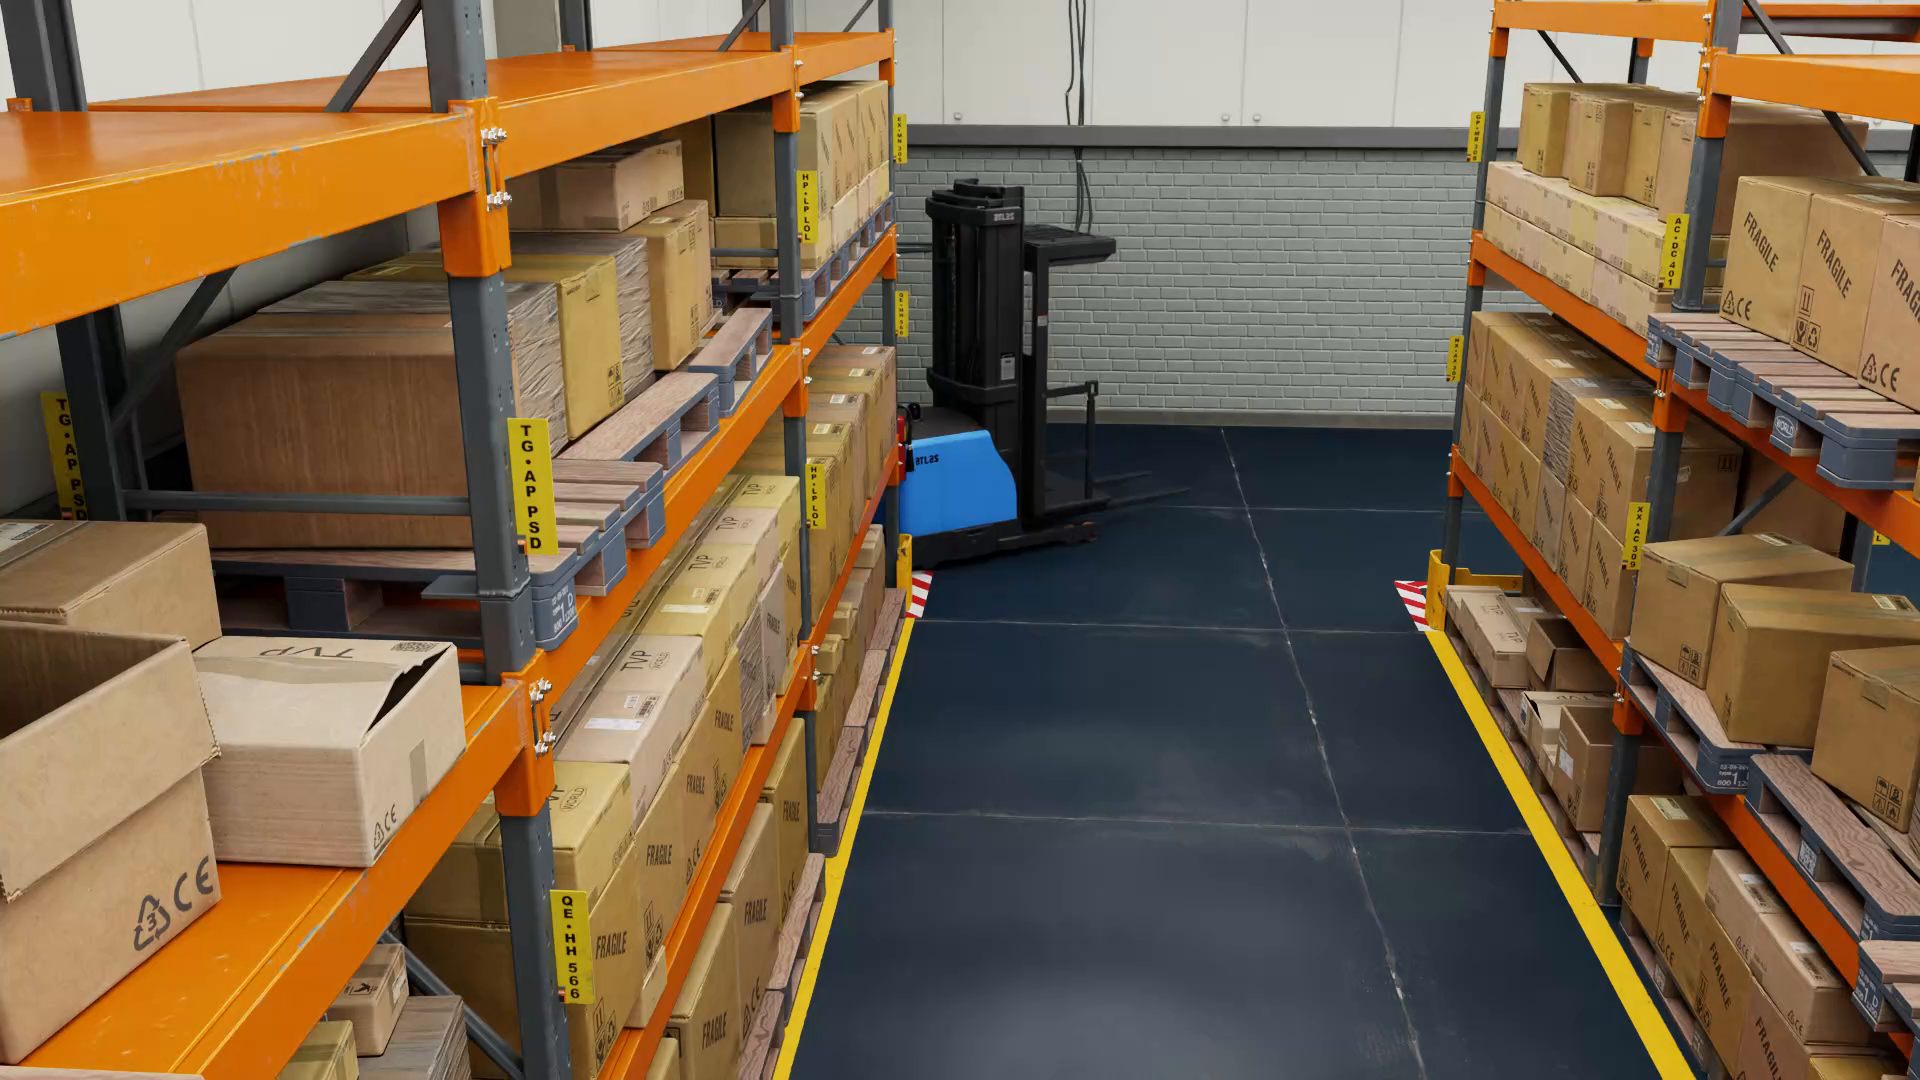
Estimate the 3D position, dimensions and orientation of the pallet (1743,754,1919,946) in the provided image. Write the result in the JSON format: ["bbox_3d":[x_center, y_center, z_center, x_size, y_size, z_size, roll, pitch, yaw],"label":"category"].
[{"bbox_3d":[3.549,1.134,5.953,1.003,0.211,1.213,1,18,4],"label":"pallet"}]

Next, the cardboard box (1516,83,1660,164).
[{"bbox_3d":[3.967,-2.626,10.536,0.700,0.500,0.500,1,18,4],"label":"cardboard box"}]

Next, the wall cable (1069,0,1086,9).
[{"bbox_3d":[2.507,-6.411,15.911,3.097,2.526,0.112,1,18,4],"label":"wall cable"}]

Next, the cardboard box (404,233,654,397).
[{"bbox_3d":[-1.488,-0.787,5.825,0.700,0.500,0.500,1,18,4],"label":"cardboard box"}]

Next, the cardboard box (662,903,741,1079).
[{"bbox_3d":[-1.274,1.862,6.201,0.750,0.750,0.750,1,18,4],"label":"cardboard box"}]

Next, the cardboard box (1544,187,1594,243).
[{"bbox_3d":[3.579,-1.810,9.250,0.500,0.250,0.500,1,18,4],"label":"cardboard box"}]

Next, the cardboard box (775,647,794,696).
[{"bbox_3d":[-0.977,0.595,7.660,0.380,0.149,0.250,2,18,5],"label":"cardboard box"}]

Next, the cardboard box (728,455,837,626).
[{"bbox_3d":[-1.185,-0.015,8.671,0.980,0.700,0.700,2,18,5],"label":"cardboard box"}]

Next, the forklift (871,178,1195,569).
[{"bbox_3d":[0.590,-1.481,13.737,3.031,2.935,1.130,-10,21,-29],"label":"forklift"}]

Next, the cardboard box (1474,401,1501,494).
[{"bbox_3d":[3.661,-0.593,10.755,0.500,0.500,0.500,1,18,3],"label":"cardboard box"}]

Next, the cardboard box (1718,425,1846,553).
[{"bbox_3d":[4.015,-0.258,8.127,0.500,0.500,0.500,2,18,5],"label":"cardboard box"}]

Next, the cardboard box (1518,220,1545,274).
[{"bbox_3d":[3.614,-1.728,9.802,0.500,0.250,0.500,1,18,4],"label":"cardboard box"}]

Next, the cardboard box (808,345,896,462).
[{"bbox_3d":[-0.980,-0.931,11.465,0.980,0.700,0.700,2,18,6],"label":"cardboard box"}]

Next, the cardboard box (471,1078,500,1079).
[{"bbox_3d":[-1.273,1.550,4.746,0.380,0.149,0.250,1,18,3],"label":"cardboard box"}]

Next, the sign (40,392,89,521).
[{"bbox_3d":[-2.080,-0.186,3.899,0.100,0.325,0.005,1,18,4],"label":"sign"}]

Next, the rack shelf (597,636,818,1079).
[{"bbox_3d":[-1.384,1.258,6.421,1.077,0.370,4.000,1,18,4],"label":"rack shelf"}]

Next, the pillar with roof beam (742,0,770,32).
[{"bbox_3d":[2.671,-4.560,13.387,9.100,9.000,0.400,1,18,4],"label":"pillar with roof beam"}]

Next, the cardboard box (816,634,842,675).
[{"bbox_3d":[-0.878,0.643,9.442,0.380,0.149,0.250,2,18,6],"label":"cardboard box"}]

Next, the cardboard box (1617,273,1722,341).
[{"bbox_3d":[3.470,-1.106,7.906,0.500,0.250,0.500,1,18,4],"label":"cardboard box"}]

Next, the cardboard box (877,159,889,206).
[{"bbox_3d":[-0.741,-2.315,10.759,0.500,0.250,0.500,2,18,6],"label":"cardboard box"}]

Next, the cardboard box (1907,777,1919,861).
[{"bbox_3d":[3.603,0.922,5.457,0.700,0.500,0.500,5,19,14],"label":"cardboard box"}]

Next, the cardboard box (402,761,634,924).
[{"bbox_3d":[-1.235,0.839,4.672,0.500,0.250,0.500,2,18,5],"label":"cardboard box"}]

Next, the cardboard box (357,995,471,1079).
[{"bbox_3d":[-1.551,1.427,3.883,0.700,0.500,0.500,-1,18,-3],"label":"cardboard box"}]

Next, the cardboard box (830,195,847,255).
[{"bbox_3d":[-0.877,-1.673,8.799,0.500,0.250,0.500,1,18,3],"label":"cardboard box"}]

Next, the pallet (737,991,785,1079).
[{"bbox_3d":[-1.305,2.242,6.743,1.003,0.211,1.213,1,18,4],"label":"pallet"}]

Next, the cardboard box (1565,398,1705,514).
[{"bbox_3d":[3.513,-0.440,8.682,0.500,0.500,0.500,1,18,3],"label":"cardboard box"}]

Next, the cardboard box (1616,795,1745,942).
[{"bbox_3d":[3.423,1.528,7.750,0.500,0.500,0.500,0,18,1],"label":"cardboard box"}]

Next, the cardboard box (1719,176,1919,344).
[{"bbox_3d":[3.591,-1.161,6.835,0.600,0.600,0.600,0,18,-1],"label":"cardboard box"}]

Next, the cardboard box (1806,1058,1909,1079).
[{"bbox_3d":[3.284,2.169,5.793,0.500,0.500,0.500,1,18,2],"label":"cardboard box"}]

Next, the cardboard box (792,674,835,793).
[{"bbox_3d":[-1.084,1.054,9.230,0.700,0.500,0.500,2,18,5],"label":"cardboard box"}]

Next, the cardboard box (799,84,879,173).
[{"bbox_3d":[-0.781,-2.516,10.169,0.500,0.500,0.500,2,18,6],"label":"cardboard box"}]

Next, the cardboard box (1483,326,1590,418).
[{"bbox_3d":[3.663,-1.066,10.592,0.500,0.500,0.500,1,18,4],"label":"cardboard box"}]

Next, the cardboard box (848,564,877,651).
[{"bbox_3d":[-0.940,0.416,11.175,0.700,0.500,0.500,1,18,4],"label":"cardboard box"}]

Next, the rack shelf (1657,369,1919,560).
[{"bbox_3d":[3.557,-0.058,5.620,1.077,0.370,4.000,1,18,4],"label":"rack shelf"}]

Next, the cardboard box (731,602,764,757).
[{"bbox_3d":[-1.093,0.560,6.725,0.500,0.500,0.500,1,18,4],"label":"cardboard box"}]

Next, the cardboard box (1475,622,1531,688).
[{"bbox_3d":[3.594,0.733,10.578,0.500,0.250,0.500,1,18,4],"label":"cardboard box"}]

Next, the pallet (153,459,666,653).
[{"bbox_3d":[-1.534,0.001,4.590,1.213,0.211,1.003,2,18,6],"label":"pallet"}]

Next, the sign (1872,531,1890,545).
[{"bbox_3d":[4.255,-0.134,7.656,0.100,0.325,0.005,1,18,4],"label":"sign"}]

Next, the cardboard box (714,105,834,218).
[{"bbox_3d":[-0.910,-1.878,8.220,0.500,0.500,0.500,1,18,3],"label":"cardboard box"}]

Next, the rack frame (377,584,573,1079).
[{"bbox_3d":[-1.527,1.538,4.413,1.000,3.000,0.127,1,18,4],"label":"rack frame"}]

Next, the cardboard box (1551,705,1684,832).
[{"bbox_3d":[3.459,1.200,8.751,0.500,0.500,0.500,1,18,4],"label":"cardboard box"}]

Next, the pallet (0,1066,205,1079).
[{"bbox_3d":[-1.592,0.932,1.745,1.213,0.211,1.003,1,18,4],"label":"pallet"}]

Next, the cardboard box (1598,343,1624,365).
[{"bbox_3d":[4.162,-0.898,10.080,0.500,0.500,0.500,2,18,5],"label":"cardboard box"}]

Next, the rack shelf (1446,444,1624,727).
[{"bbox_3d":[3.844,0.125,9.879,1.077,0.370,4.000,1,18,4],"label":"rack shelf"}]

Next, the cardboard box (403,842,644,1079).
[{"bbox_3d":[-1.237,1.194,4.791,0.500,0.500,0.500,2,18,6],"label":"cardboard box"}]

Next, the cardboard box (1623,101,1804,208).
[{"bbox_3d":[3.905,-2.003,8.635,0.700,0.500,0.500,1,18,4],"label":"cardboard box"}]

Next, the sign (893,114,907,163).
[{"bbox_3d":[-0.413,-2.739,11.353,0.100,0.325,0.005,1,18,4],"label":"sign"}]

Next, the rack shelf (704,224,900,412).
[{"bbox_3d":[-1.097,-1.410,9.745,1.077,0.370,4.000,1,18,4],"label":"rack shelf"}]

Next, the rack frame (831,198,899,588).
[{"bbox_3d":[-0.954,-0.947,11.996,1.000,3.000,0.127,1,18,4],"label":"rack frame"}]

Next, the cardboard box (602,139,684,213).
[{"bbox_3d":[-1.434,-1.473,6.712,0.500,0.250,0.500,3,18,8],"label":"cardboard box"}]

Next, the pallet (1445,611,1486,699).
[{"bbox_3d":[3.926,0.759,11.269,1.003,0.211,1.213,1,18,4],"label":"pallet"}]

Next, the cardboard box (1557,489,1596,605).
[{"bbox_3d":[3.516,0.036,8.835,0.500,0.500,0.500,2,18,5],"label":"cardboard box"}]
